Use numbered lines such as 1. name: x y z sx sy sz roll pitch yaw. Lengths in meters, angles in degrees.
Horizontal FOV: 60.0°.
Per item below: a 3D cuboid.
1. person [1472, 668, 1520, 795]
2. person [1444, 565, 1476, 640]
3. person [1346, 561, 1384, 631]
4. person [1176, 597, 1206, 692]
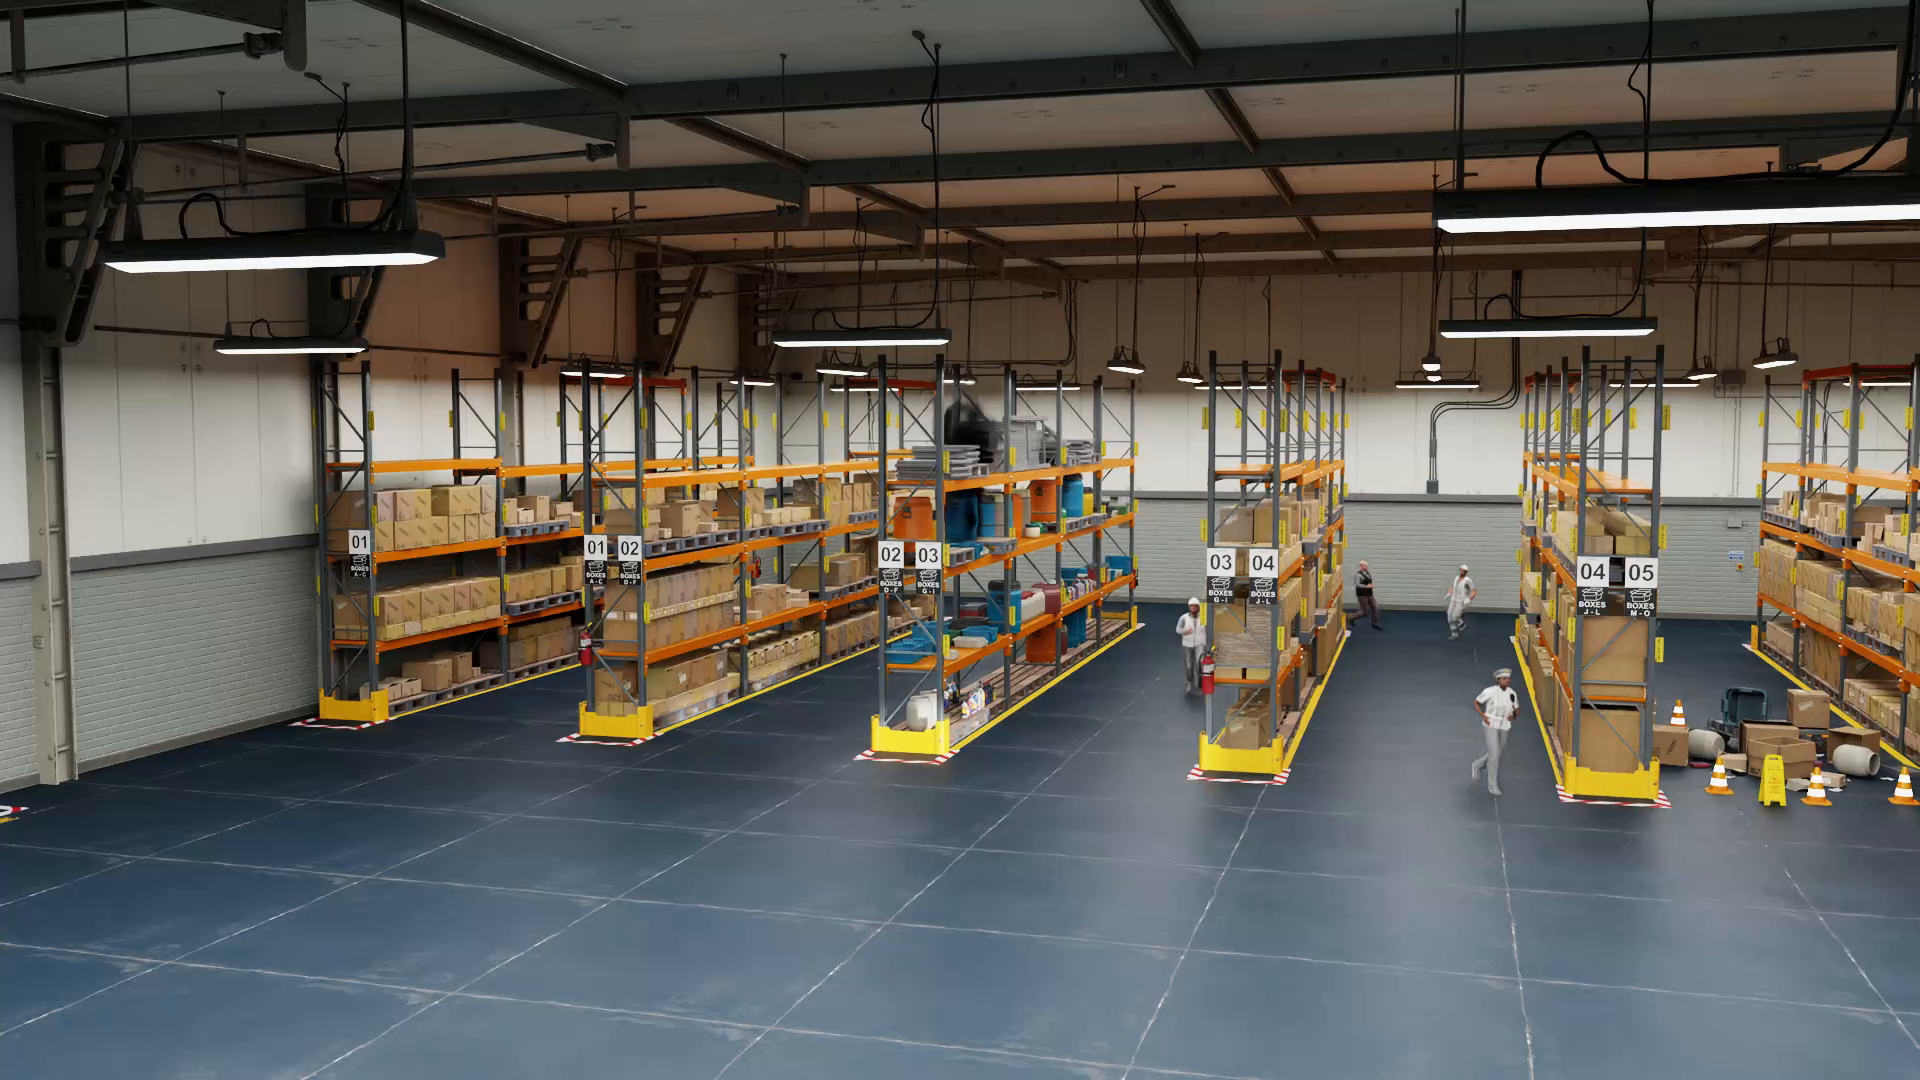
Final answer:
1. person: 7.316 2.575 22.647 0.613 1.704 0.800 -1 4 -10
2. person: 11.421 1.427 37.990 0.550 1.734 0.712 -3 5 -33
3. person: 9.670 1.343 39.835 0.829 1.688 0.687 3 5 40
4. person: 4.243 1.917 30.195 0.645 1.765 0.856 1 4 10
